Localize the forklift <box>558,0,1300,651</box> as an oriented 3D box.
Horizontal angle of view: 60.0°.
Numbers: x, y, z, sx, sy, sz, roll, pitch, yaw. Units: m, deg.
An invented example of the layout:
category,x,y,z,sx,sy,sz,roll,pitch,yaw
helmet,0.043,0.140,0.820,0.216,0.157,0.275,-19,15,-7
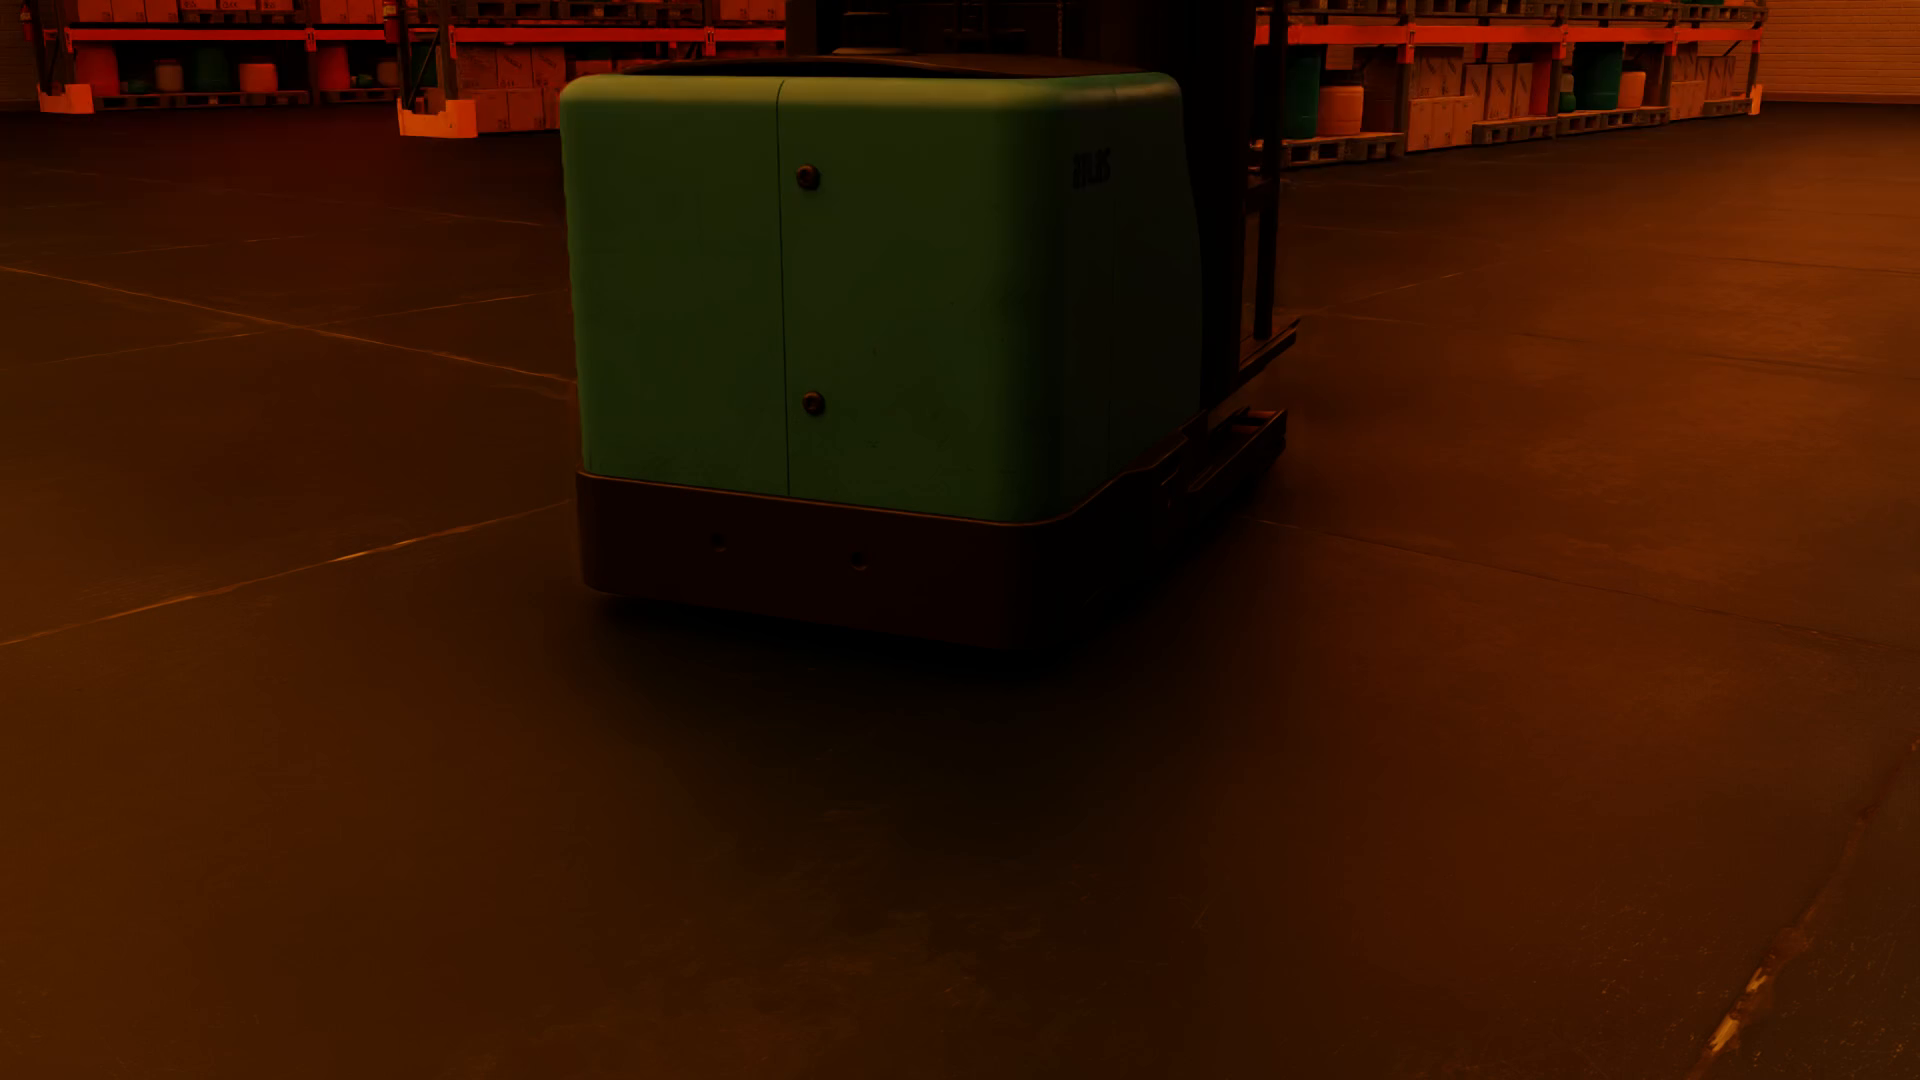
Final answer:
category,x,y,z,sx,sy,sz,roll,pitch,yaw
forklift,0.260,-1.586,4.121,1.130,2.935,3.031,7,18,22
